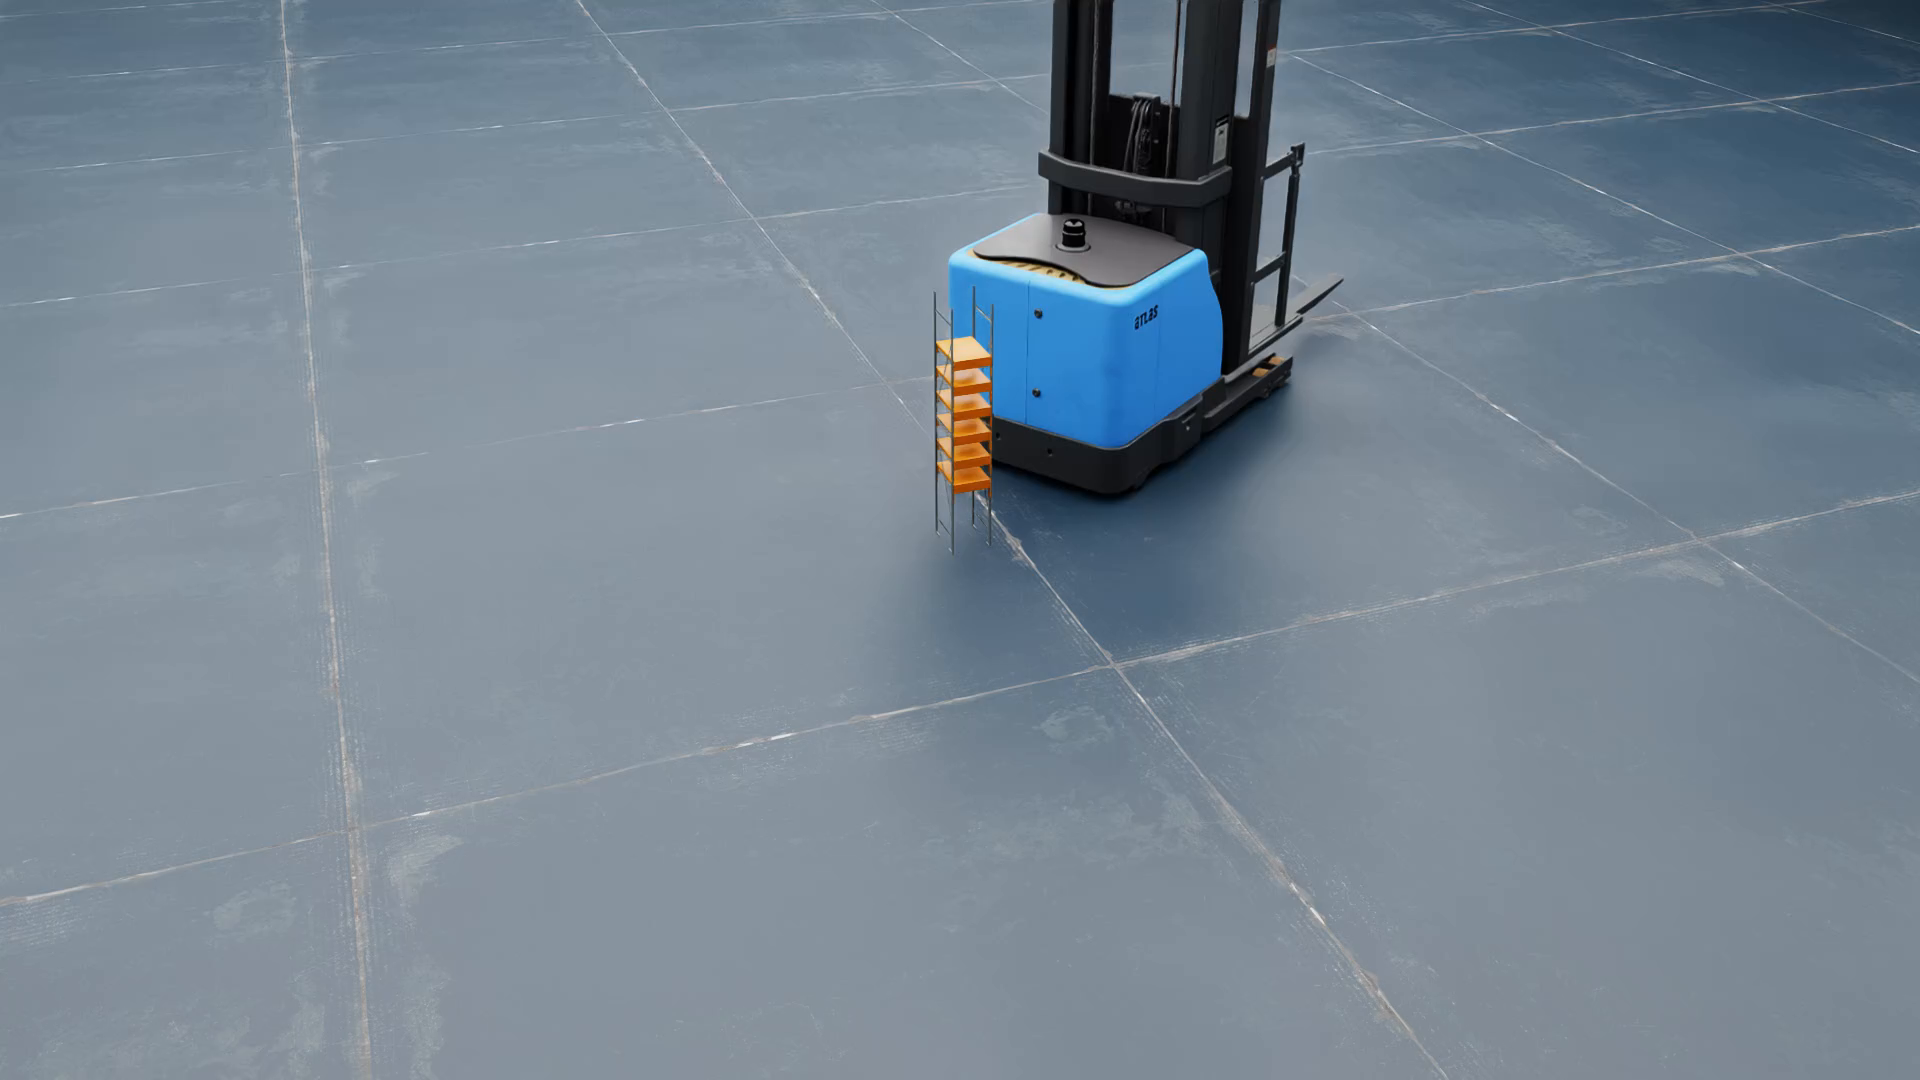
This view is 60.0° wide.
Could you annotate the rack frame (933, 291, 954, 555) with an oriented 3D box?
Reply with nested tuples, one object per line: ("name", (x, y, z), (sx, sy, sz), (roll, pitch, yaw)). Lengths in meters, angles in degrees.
("rack frame", (-0.072, -0.508, 7.430), (0.006, 1.200, 0.240), (-10, 31, -18))

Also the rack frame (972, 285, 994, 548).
("rack frame", (0.099, -0.540, 7.485), (0.006, 1.200, 0.240), (-10, 31, -18))

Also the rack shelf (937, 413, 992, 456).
("rack shelf", (0.014, -0.485, 7.479), (0.180, 0.103, 0.258), (-10, 31, -18))

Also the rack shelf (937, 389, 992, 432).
("rack shelf", (0.014, -0.589, 7.420), (0.180, 0.103, 0.258), (-10, 31, -18))

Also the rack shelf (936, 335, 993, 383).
("rack shelf", (0.014, -0.798, 7.301), (0.180, 0.103, 0.258), (-10, 31, -18))

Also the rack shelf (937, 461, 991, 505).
("rack shelf", (0.014, -0.277, 7.598), (0.180, 0.103, 0.258), (-10, 31, -18))

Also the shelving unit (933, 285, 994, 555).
("shelving unit", (0.014, -0.524, 7.457), (0.189, 1.200, 0.258), (-10, 31, -18))

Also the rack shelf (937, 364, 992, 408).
("rack shelf", (0.014, -0.694, 7.361), (0.180, 0.103, 0.258), (-10, 31, -18))

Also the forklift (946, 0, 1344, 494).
("forklift", (1.192, -2.173, 8.603), (1.130, 2.935, 3.031), (19, 35, 30))

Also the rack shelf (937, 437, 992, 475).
("rack shelf", (0.014, -0.381, 7.539), (0.180, 0.103, 0.258), (-10, 31, -18))
